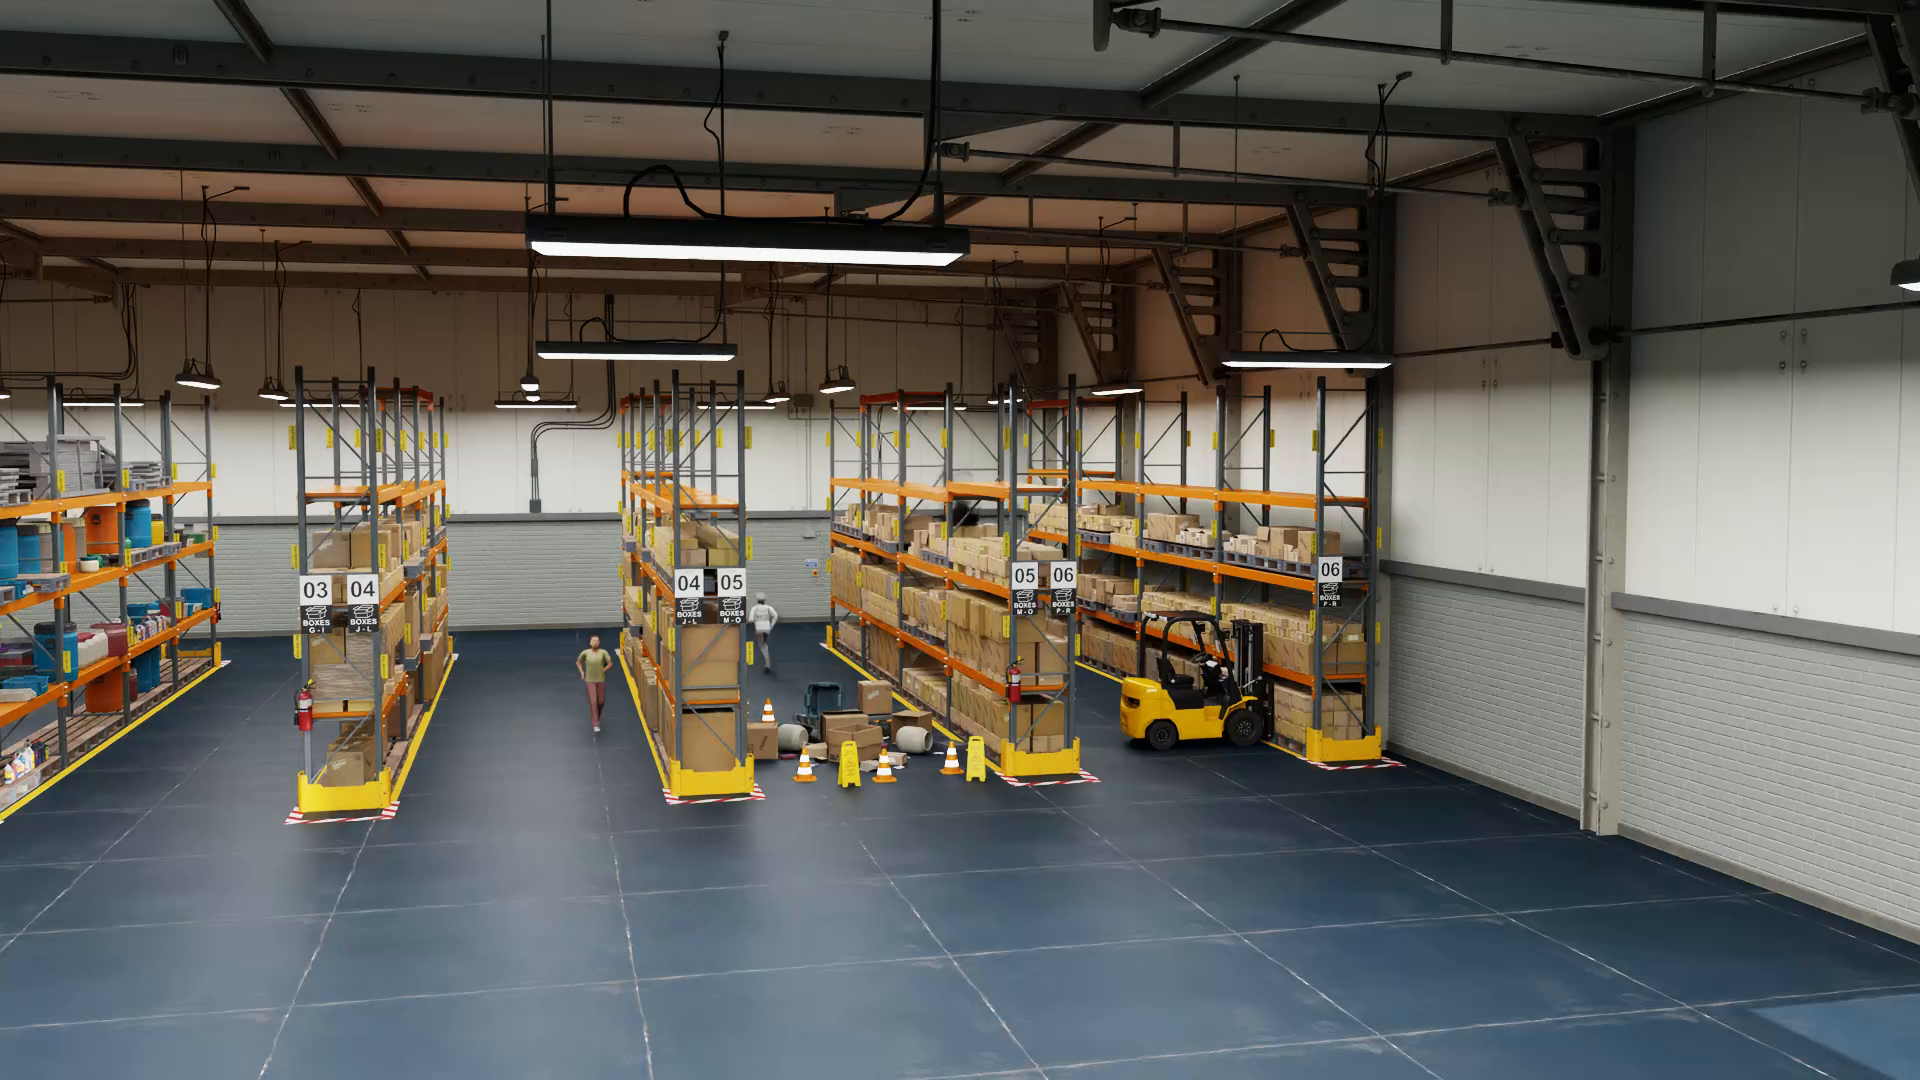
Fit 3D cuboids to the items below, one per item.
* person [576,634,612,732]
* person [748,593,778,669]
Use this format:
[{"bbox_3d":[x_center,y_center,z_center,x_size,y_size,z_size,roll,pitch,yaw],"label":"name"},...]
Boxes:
[{"bbox_3d":[-6.303,2.452,28.741,0.597,1.656,0.803,-1,4,-21],"label":"person"},{"bbox_3d":[-4.304,2.008,36.235,0.596,1.713,0.738,-2,4,-27],"label":"person"}]
